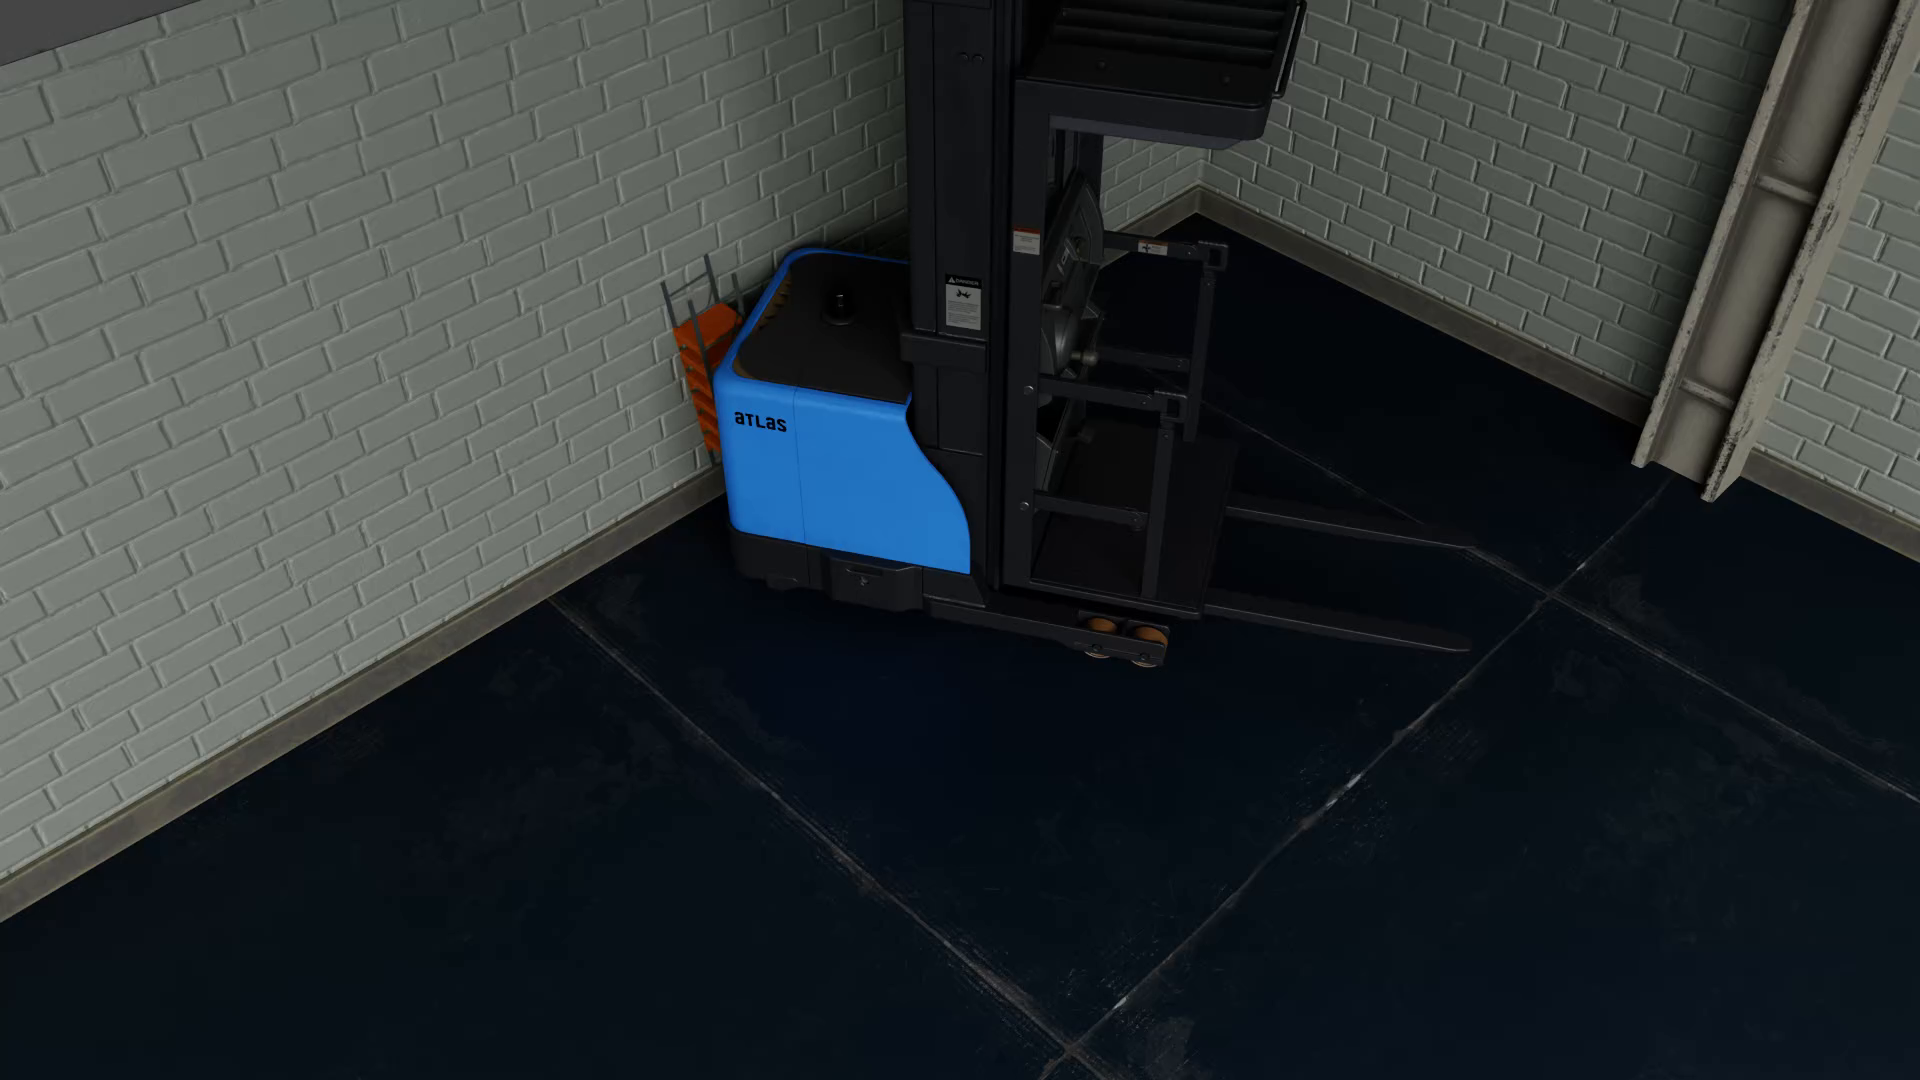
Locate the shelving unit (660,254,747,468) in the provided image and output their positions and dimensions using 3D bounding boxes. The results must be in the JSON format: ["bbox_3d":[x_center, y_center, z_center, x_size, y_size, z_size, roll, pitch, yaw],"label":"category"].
[{"bbox_3d":[-0.987,-0.638,7.047,0.258,1.200,0.189,-37,54,-25],"label":"shelving unit"}]

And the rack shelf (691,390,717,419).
[{"bbox_3d":[-0.983,-0.608,7.080,0.258,0.103,0.180,-37,54,-25],"label":"rack shelf"}]

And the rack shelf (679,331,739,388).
[{"bbox_3d":[-1.005,-0.770,6.904,0.258,0.103,0.180,-37,54,-25],"label":"rack shelf"}]

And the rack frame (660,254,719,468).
[{"bbox_3d":[-1.050,-0.683,7.096,0.240,1.200,0.006,-37,54,-25],"label":"rack frame"}]

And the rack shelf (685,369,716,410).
[{"bbox_3d":[-0.994,-0.689,6.992,0.258,0.103,0.180,-37,54,-25],"label":"rack shelf"}]

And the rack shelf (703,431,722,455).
[{"bbox_3d":[-0.961,-0.446,7.255,0.258,0.103,0.180,-37,54,-25],"label":"rack shelf"}]

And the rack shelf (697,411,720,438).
[{"bbox_3d":[-0.972,-0.527,7.167,0.258,0.103,0.180,-37,54,-25],"label":"rack shelf"}]

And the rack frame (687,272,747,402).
[{"bbox_3d":[-0.925,-0.593,6.998,0.240,1.200,0.006,-37,54,-25],"label":"rack frame"}]

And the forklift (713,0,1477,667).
[{"bbox_3d":[0.607,-0.967,6.136,3.031,2.935,1.130,10,44,11],"label":"forklift"}]

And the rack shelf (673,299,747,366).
[{"bbox_3d":[-1.016,-0.851,6.816,0.258,0.103,0.180,-37,54,-25],"label":"rack shelf"}]

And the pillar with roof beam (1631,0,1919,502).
[{"bbox_3d":[0.277,-1.575,2.324,9.100,9.000,0.400,-34,53,-31],"label":"pillar with roof beam"}]
